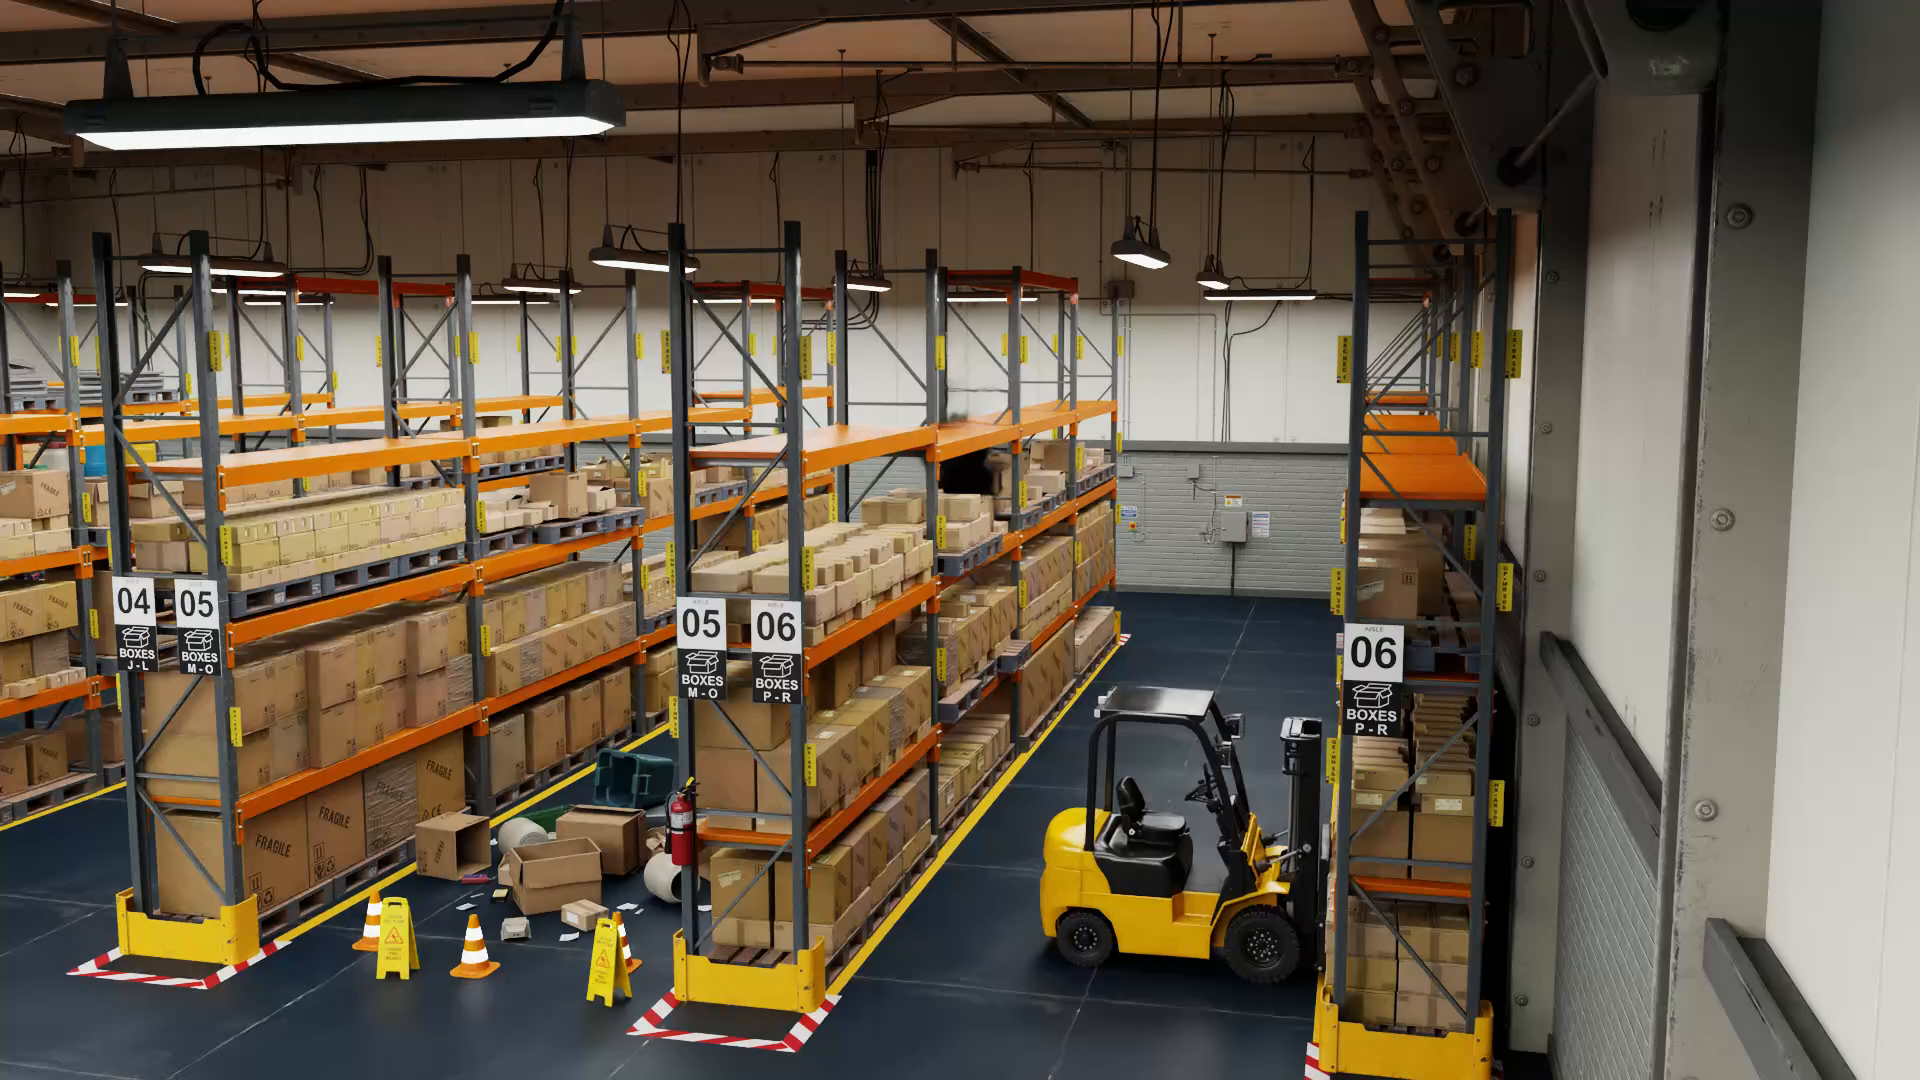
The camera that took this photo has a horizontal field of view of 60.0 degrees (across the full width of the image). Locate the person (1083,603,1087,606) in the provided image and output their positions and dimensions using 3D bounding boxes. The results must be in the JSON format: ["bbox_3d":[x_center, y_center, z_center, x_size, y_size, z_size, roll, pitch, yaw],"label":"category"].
[{"bbox_3d":[2.077,0.781,29.655,0.629,1.585,0.602,2,7,13],"label":"person"}]

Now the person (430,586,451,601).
[{"bbox_3d":[-7.264,1.451,23.590,0.642,1.801,0.819,1,7,11],"label":"person"}]
